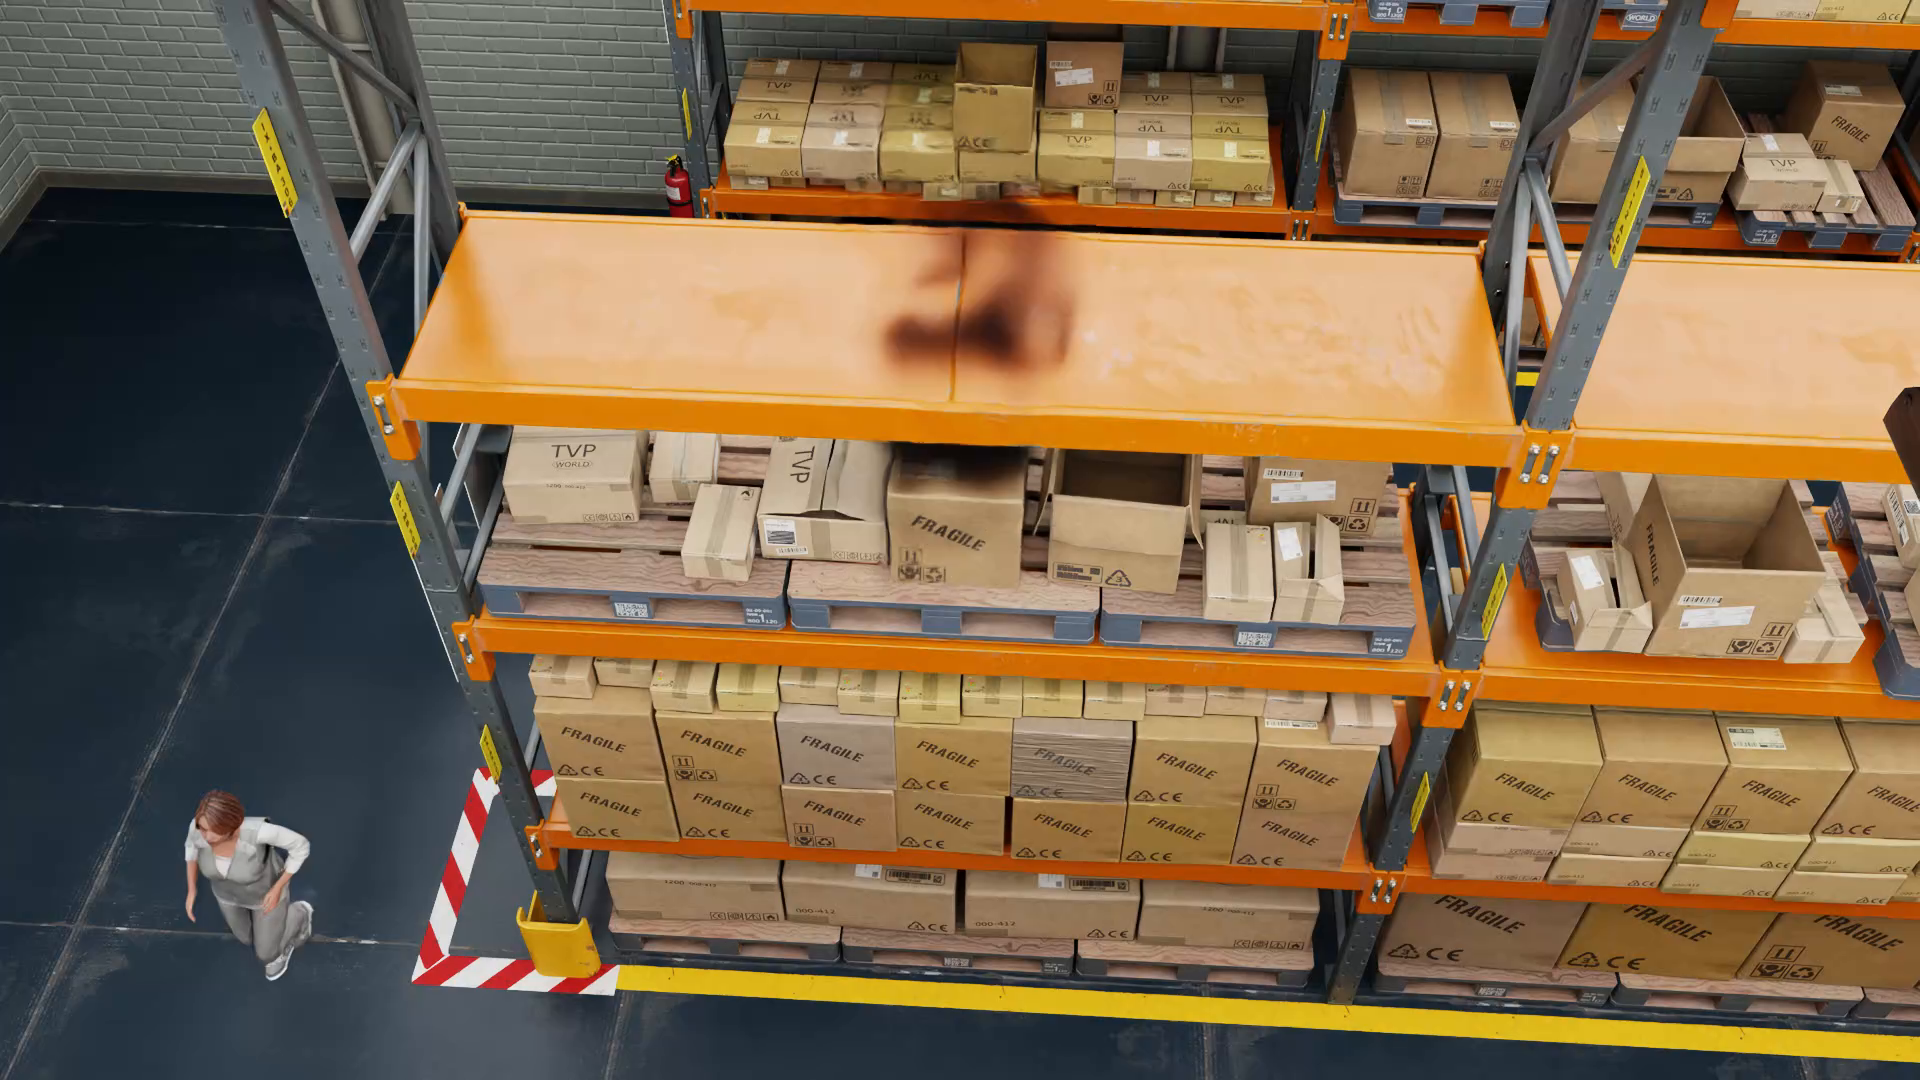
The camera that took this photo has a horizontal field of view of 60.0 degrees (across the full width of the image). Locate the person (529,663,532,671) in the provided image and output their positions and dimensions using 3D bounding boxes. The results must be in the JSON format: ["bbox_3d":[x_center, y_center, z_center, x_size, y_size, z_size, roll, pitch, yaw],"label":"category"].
[{"bbox_3d":[-2.134,0.159,9.048,0.724,1.799,0.707,-15,50,-13],"label":"person"}]

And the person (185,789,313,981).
[{"bbox_3d":[-3.309,1.664,7.813,0.559,1.545,0.539,8,48,7],"label":"person"}]
